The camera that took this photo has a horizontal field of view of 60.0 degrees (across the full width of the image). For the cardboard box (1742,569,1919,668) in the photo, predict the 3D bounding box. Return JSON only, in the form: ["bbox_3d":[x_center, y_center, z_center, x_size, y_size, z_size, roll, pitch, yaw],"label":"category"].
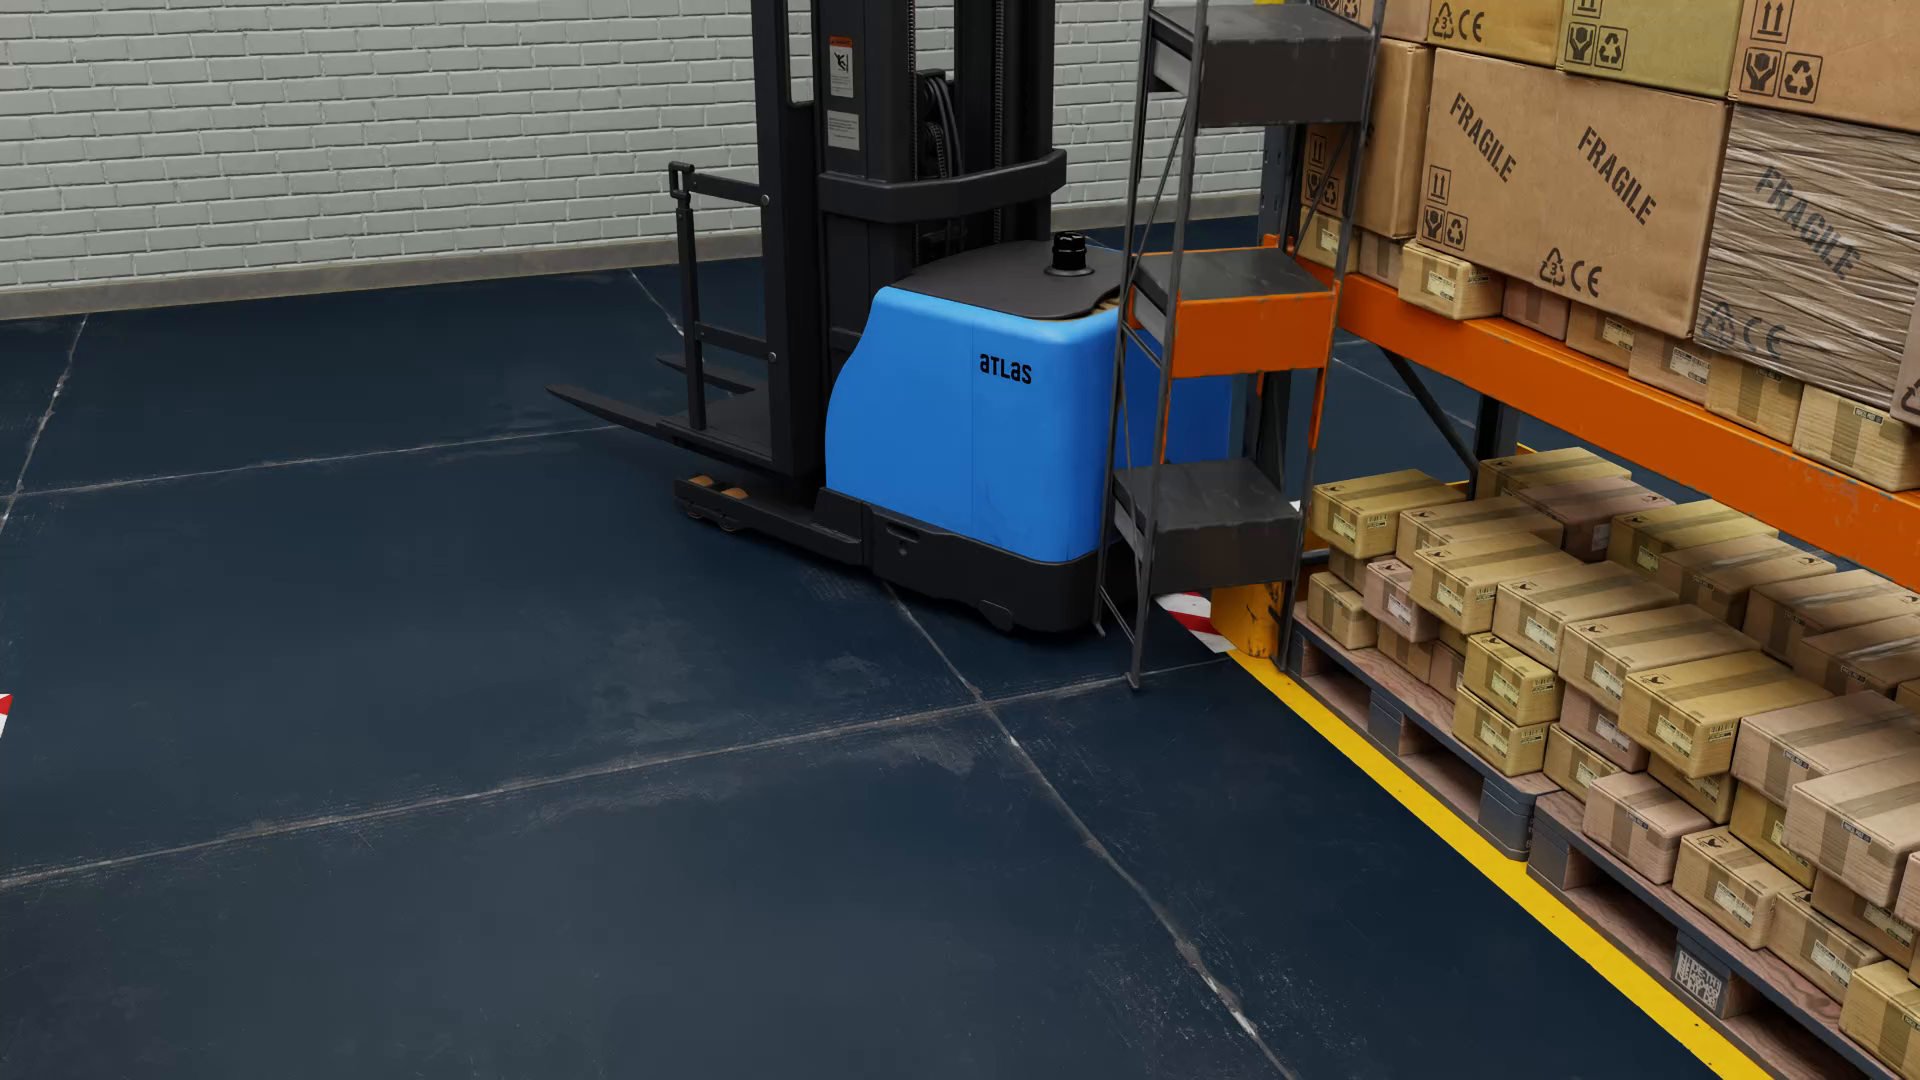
[{"bbox_3d":[2.250,0.209,4.255,0.380,0.149,0.250,-7,24,-17],"label":"cardboard box"}]

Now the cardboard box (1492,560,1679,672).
[{"bbox_3d":[1.613,0.192,4.297,0.380,0.149,0.250,-10,25,-22],"label":"cardboard box"}]

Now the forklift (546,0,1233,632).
[{"bbox_3d":[-0.466,-1.515,6.070,3.031,2.935,1.130,19,30,38],"label":"forklift"}]

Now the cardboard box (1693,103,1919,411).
[{"bbox_3d":[1.861,-0.590,3.276,0.500,0.500,0.500,-9,24,-20],"label":"cardboard box"}]

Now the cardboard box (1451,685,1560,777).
[{"bbox_3d":[1.538,0.473,4.396,0.380,0.149,0.250,-8,24,-18],"label":"cardboard box"}]

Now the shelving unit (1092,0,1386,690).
[{"bbox_3d":[0.760,-0.574,4.824,0.503,2.100,0.431,-6,30,-14],"label":"shelving unit"}]

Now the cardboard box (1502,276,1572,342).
[{"bbox_3d":[1.603,-0.617,4.175,0.380,0.149,0.250,-7,24,-17],"label":"cardboard box"}]

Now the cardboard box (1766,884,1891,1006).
[{"bbox_3d":[1.962,0.835,3.537,0.380,0.149,0.250,-8,24,-18],"label":"cardboard box"}]

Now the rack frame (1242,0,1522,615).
[{"bbox_3d":[1.401,-1.163,5.147,1.000,3.000,0.127,-8,24,-19],"label":"rack frame"}]

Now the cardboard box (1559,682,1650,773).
[{"bbox_3d":[1.731,0.421,4.135,0.380,0.149,0.250,-10,25,-22],"label":"cardboard box"}]

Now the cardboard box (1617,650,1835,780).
[{"bbox_3d":[1.752,0.396,3.813,0.380,0.149,0.250,-8,24,-18],"label":"cardboard box"}]

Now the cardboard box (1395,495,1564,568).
[{"bbox_3d":[1.479,0.004,4.743,0.380,0.149,0.250,-8,24,-18],"label":"cardboard box"}]

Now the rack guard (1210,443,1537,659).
[{"bbox_3d":[1.428,0.017,5.567,1.175,0.500,0.348,-8,24,-19],"label":"rack guard"}]

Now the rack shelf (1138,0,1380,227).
[{"bbox_3d":[0.782,-1.173,4.490,0.480,0.518,0.431,-6,30,-14],"label":"rack shelf"}]

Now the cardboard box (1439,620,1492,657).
[{"bbox_3d":[1.559,0.230,4.589,0.380,0.149,0.250,-8,24,-18],"label":"cardboard box"}]

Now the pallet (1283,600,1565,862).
[{"bbox_3d":[1.682,0.450,4.911,1.003,0.211,1.213,-8,24,-19],"label":"pallet"}]

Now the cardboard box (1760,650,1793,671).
[{"bbox_3d":[2.235,0.348,4.309,0.380,0.149,0.250,-8,24,-18],"label":"cardboard box"}]

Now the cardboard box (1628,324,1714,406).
[{"bbox_3d":[1.736,-0.422,3.712,0.380,0.149,0.250,-9,24,-20],"label":"cardboard box"}]

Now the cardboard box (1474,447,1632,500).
[{"bbox_3d":[1.825,-0.159,5.129,0.380,0.149,0.250,-8,24,-18],"label":"cardboard box"}]

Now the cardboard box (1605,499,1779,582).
[{"bbox_3d":[2.071,0.017,4.712,0.380,0.149,0.250,-9,24,-20],"label":"cardboard box"}]

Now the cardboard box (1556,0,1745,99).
[{"bbox_3d":[1.659,-1.233,3.513,0.500,0.500,0.500,-9,24,-20],"label":"cardboard box"}]

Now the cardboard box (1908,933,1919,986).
[{"bbox_3d":[2.082,0.817,3.197,0.380,0.149,0.250,-8,24,-18],"label":"cardboard box"}]

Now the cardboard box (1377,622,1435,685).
[{"bbox_3d":[1.456,0.276,4.864,0.380,0.149,0.250,-8,24,-19],"label":"cardboard box"}]

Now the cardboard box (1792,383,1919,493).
[{"bbox_3d":[1.875,-0.223,3.242,0.380,0.149,0.250,-8,24,-18],"label":"cardboard box"}]

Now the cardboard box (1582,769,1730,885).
[{"bbox_3d":[1.724,0.655,3.964,0.380,0.149,0.250,-10,25,-22],"label":"cardboard box"}]

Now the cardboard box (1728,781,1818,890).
[{"bbox_3d":[1.952,0.614,3.678,0.380,0.149,0.250,-7,24,-16],"label":"cardboard box"}]

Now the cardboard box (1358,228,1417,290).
[{"bbox_3d":[1.338,-0.798,4.604,0.380,0.149,0.250,-7,24,-17],"label":"cardboard box"}]

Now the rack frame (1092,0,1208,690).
[{"bbox_3d":[0.524,-0.551,4.766,0.015,2.100,0.400,-6,30,-14],"label":"rack frame"}]

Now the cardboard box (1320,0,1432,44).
[{"bbox_3d":[1.312,-1.607,4.402,0.500,0.500,0.500,-8,24,-19],"label":"cardboard box"}]

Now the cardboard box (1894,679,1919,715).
[{"bbox_3d":[2.358,0.412,3.775,0.380,0.149,0.250,-8,24,-19],"label":"cardboard box"}]

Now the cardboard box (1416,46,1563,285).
[{"bbox_3d":[1.514,-0.954,4.139,0.500,0.500,0.500,-8,24,-19],"label":"cardboard box"}]

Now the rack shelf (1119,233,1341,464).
[{"bbox_3d":[0.760,-0.562,4.831,0.480,0.518,0.431,-6,30,-14],"label":"rack shelf"}]

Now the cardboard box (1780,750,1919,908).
[{"bbox_3d":[1.916,0.579,3.377,0.380,0.149,0.250,-9,25,-21],"label":"cardboard box"}]

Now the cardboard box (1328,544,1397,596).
[{"bbox_3d":[1.346,0.046,5.026,0.380,0.149,0.250,-7,24,-17],"label":"cardboard box"}]
